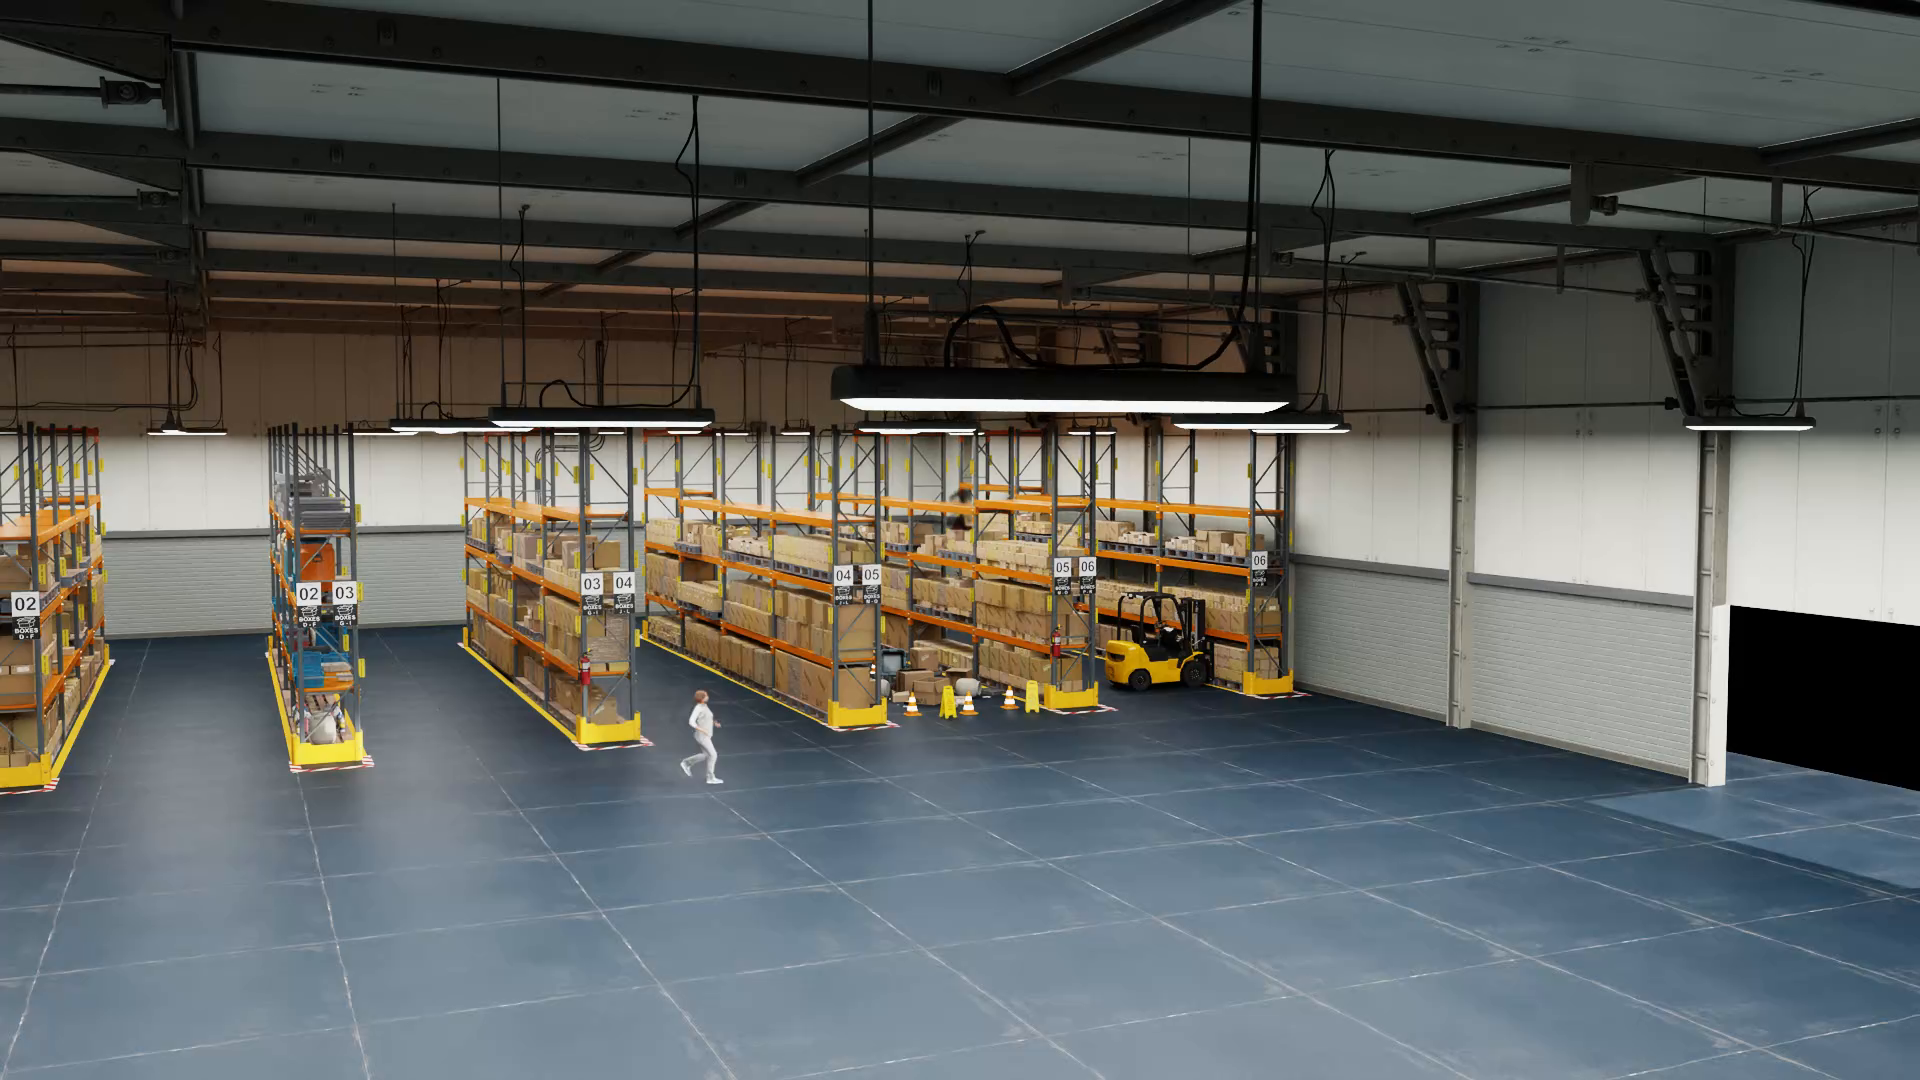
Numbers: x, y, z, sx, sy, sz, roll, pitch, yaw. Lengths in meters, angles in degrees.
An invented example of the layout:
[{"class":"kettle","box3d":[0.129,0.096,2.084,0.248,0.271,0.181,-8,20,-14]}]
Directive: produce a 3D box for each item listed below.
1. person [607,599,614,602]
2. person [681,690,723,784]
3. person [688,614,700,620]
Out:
[{"class":"person","box3d":[-9.600,2.104,45.897,0.570,1.680,0.680,-1,4,-20]},{"class":"person","box3d":[-4.294,3.257,27.533,0.730,1.560,0.546,0,4,5]},{"class":"person","box3d":[-7.876,1.838,49.559,0.627,1.746,0.656,-2,4,-25]}]
